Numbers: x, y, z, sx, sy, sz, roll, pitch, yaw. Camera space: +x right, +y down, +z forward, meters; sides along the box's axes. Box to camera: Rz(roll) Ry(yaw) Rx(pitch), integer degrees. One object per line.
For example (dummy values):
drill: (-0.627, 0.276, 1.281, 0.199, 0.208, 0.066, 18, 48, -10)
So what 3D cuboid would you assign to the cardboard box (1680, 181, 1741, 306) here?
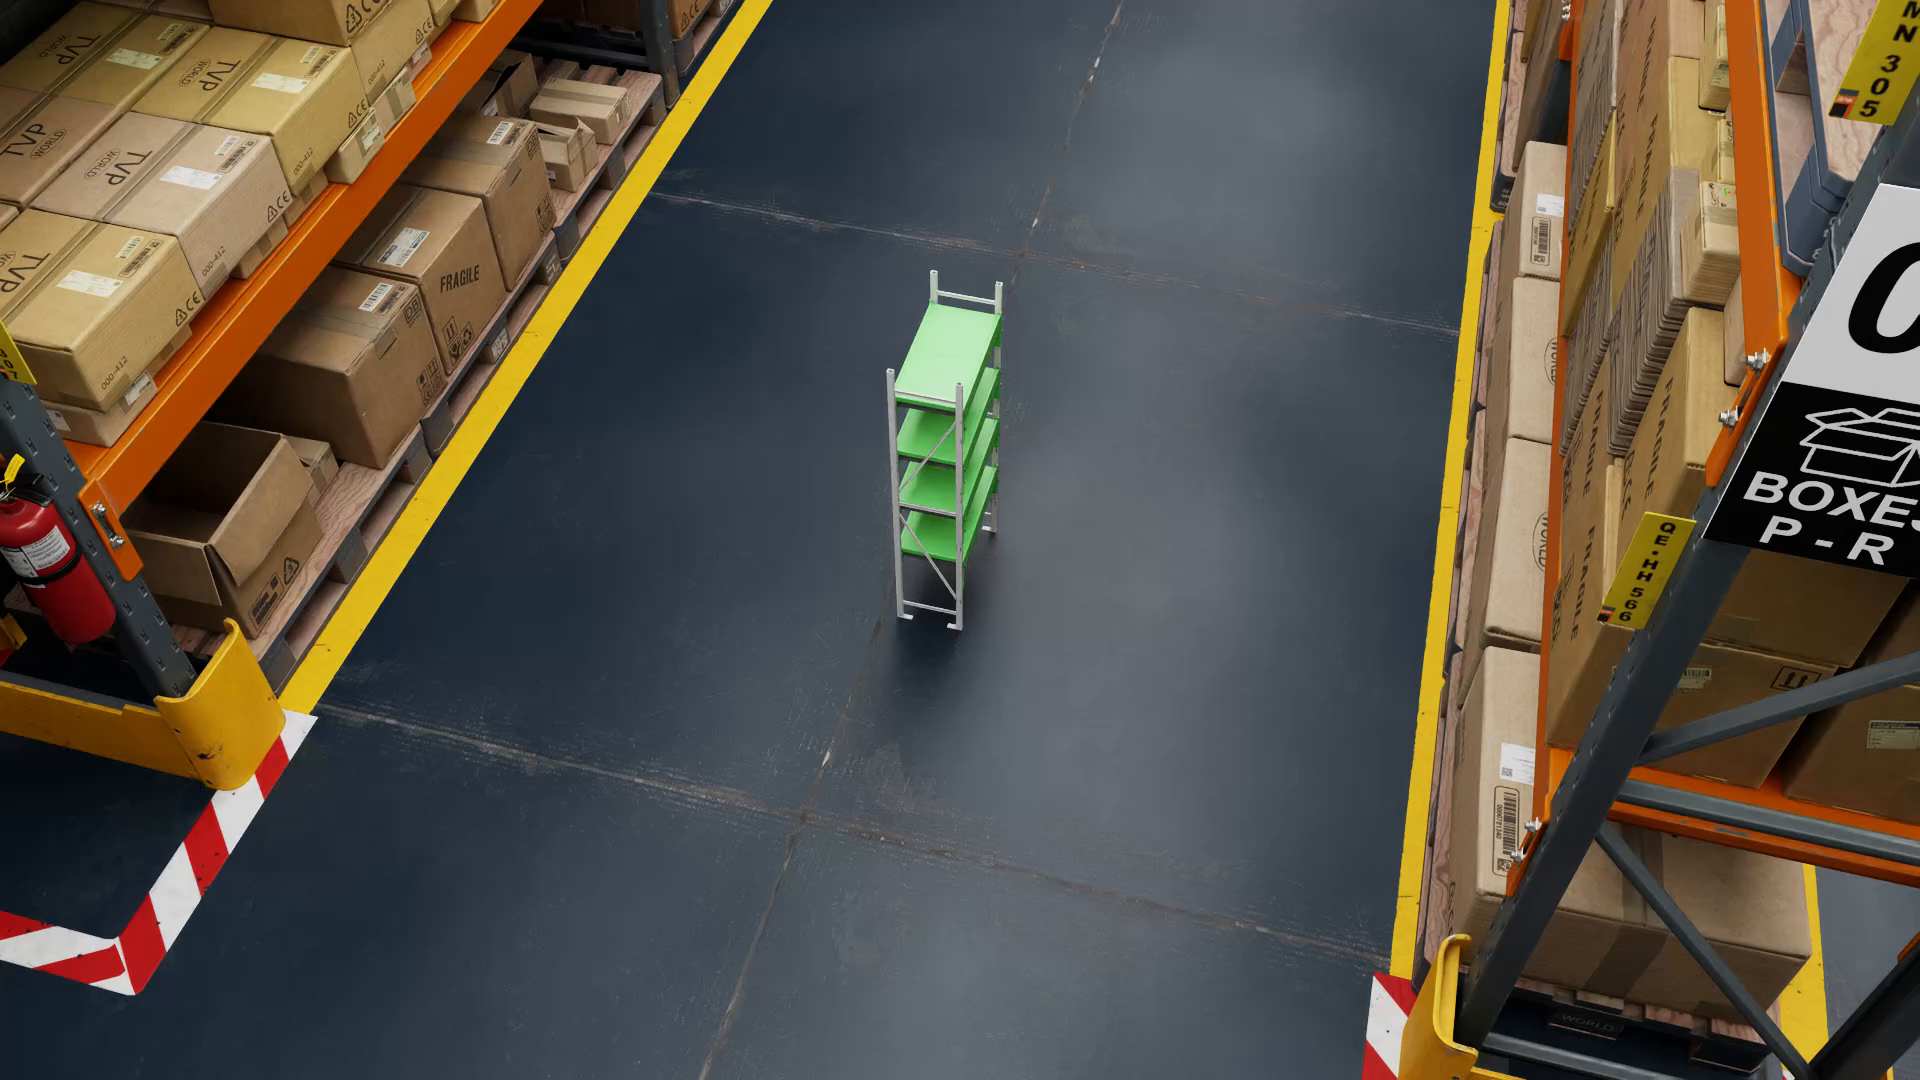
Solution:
cardboard box: (1.797, -0.626, 3.636, 0.380, 0.149, 0.250, 11, 50, 10)

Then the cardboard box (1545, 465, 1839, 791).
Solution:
cardboard box: (1.737, 0.209, 3.998, 0.500, 0.500, 0.500, 12, 50, 10)

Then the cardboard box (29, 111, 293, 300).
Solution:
cardboard box: (-2.412, -1.022, 5.053, 0.500, 0.250, 0.500, 12, 50, 10)

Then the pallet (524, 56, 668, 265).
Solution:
pallet: (-2.053, -1.807, 7.704, 1.003, 0.211, 1.213, 12, 50, 10)

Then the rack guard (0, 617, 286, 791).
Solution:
rack guard: (-2.904, 0.439, 5.529, 1.175, 0.500, 0.348, 12, 50, 10)

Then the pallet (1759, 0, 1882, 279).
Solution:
pallet: (2.051, -0.858, 3.065, 1.003, 0.211, 1.213, 12, 50, 10)

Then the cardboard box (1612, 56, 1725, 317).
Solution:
cardboard box: (2.005, -0.857, 4.272, 0.500, 0.500, 0.500, 11, 50, 10)

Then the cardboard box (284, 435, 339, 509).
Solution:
cardboard box: (-2.522, -0.252, 6.093, 0.380, 0.149, 0.250, 10, 49, 9)

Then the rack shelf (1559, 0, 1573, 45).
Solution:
rack shelf: (3.445, -3.458, 7.781, 1.077, 0.370, 4.000, 12, 50, 10)

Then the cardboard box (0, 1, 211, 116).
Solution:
cardboard box: (-2.787, -1.497, 5.472, 0.500, 0.250, 0.500, 13, 50, 11)

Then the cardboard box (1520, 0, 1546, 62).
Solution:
cardboard box: (3.235, -2.805, 7.862, 0.875, 0.875, 0.875, 13, 50, 11)

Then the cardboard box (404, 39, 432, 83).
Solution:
cardboard box: (-2.135, -1.750, 5.962, 0.380, 0.149, 0.250, 11, 50, 10)

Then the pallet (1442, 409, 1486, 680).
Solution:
pallet: (2.324, 0.093, 6.027, 1.003, 0.211, 1.213, 12, 50, 10)

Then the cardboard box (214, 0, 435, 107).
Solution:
cardboard box: (-2.168, -1.763, 5.707, 0.500, 0.250, 0.500, 10, 49, 9)

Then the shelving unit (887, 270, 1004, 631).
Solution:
shelving unit: (-0.044, -0.277, 5.694, 0.258, 1.200, 0.503, 12, 50, 10)

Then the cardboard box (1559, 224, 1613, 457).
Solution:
cardboard box: (2.010, -0.525, 4.646, 0.500, 0.500, 0.500, 13, 50, 11)

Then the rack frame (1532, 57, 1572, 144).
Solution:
rack frame: (2.918, -2.250, 6.235, 1.000, 3.000, 0.127, 12, 50, 10)

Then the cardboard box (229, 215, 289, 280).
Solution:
cardboard box: (-2.389, -0.995, 5.295, 0.380, 0.149, 0.250, 13, 50, 11)

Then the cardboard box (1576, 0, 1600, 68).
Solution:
cardboard box: (2.542, -1.995, 5.944, 0.500, 0.500, 0.500, 13, 50, 11)

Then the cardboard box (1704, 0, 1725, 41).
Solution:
cardboard box: (2.137, -1.354, 4.278, 0.380, 0.149, 0.250, 13, 50, 11)

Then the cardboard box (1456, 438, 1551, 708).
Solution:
cardboard box: (2.176, 0.192, 5.509, 0.875, 0.438, 0.875, 13, 50, 11)

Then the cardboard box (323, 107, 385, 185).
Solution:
cardboard box: (-2.186, -1.356, 5.614, 0.380, 0.149, 0.250, 10, 49, 9)

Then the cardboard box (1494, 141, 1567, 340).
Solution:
cardboard box: (2.650, -1.108, 6.656, 0.875, 0.438, 0.875, 11, 49, 9)

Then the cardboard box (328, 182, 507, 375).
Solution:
cardboard box: (-2.173, -1.042, 6.556, 0.500, 0.500, 0.500, 12, 50, 11)

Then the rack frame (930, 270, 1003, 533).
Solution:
rack frame: (0.021, -0.454, 5.850, 0.240, 1.200, 0.015, 12, 50, 10)

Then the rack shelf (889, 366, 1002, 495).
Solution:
rack shelf: (-0.044, -0.394, 5.562, 0.258, 0.148, 0.480, 12, 50, 10)

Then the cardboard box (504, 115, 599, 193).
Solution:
cardboard box: (-1.828, -1.742, 7.330, 0.396, 0.266, 0.258, 13, 50, 11)

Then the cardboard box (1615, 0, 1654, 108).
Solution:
cardboard box: (2.275, -1.585, 4.914, 0.500, 0.500, 0.500, 12, 50, 11)

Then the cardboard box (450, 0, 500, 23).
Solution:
cardboard box: (-1.939, -2.103, 6.273, 0.380, 0.149, 0.250, 11, 49, 9)

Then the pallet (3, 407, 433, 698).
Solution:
pallet: (-2.695, -0.042, 6.147, 1.003, 0.211, 1.213, 12, 50, 10)

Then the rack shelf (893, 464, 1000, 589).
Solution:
rack shelf: (-0.044, -0.076, 5.922, 0.258, 0.148, 0.480, 12, 50, 10)

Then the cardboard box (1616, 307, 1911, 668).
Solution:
cardboard box: (1.763, -0.116, 3.618, 0.500, 0.500, 0.500, 13, 50, 11)

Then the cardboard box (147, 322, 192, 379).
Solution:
cardboard box: (-2.550, -0.627, 4.970, 0.380, 0.149, 0.250, 13, 50, 11)

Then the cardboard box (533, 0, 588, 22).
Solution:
cardboard box: (-2.027, -2.952, 8.242, 0.500, 0.500, 0.500, 11, 50, 10)

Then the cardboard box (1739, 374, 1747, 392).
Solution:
cardboard box: (1.767, -0.234, 3.290, 0.380, 0.149, 0.250, 12, 50, 11)

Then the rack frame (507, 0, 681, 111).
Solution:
rack frame: (-1.871, -3.227, 7.097, 1.000, 3.000, 0.127, 12, 50, 10)

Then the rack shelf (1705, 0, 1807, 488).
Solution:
rack shelf: (2.392, -1.558, 4.103, 1.077, 0.370, 4.000, 12, 50, 10)

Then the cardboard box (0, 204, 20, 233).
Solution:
cardboard box: (-3.059, -0.767, 4.828, 0.500, 0.250, 0.500, 13, 50, 11)

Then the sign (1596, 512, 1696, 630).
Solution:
sign: (1.346, 0.065, 3.262, 0.100, 0.325, 0.005, 12, 50, 10)

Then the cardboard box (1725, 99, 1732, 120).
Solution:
cardboard box: (2.040, -0.975, 3.944, 0.380, 0.149, 0.250, 11, 50, 10)

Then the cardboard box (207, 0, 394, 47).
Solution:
cardboard box: (-2.150, -1.990, 5.407, 0.500, 0.500, 0.500, 13, 50, 11)

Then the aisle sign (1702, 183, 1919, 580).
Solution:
aisle sign: (1.548, -0.226, 2.715, 0.394, 0.787, 0.004, 12, 50, 10)

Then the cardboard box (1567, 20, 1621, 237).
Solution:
cardboard box: (2.269, -1.273, 5.307, 0.500, 0.500, 0.500, 12, 50, 10)

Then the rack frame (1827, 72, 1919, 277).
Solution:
rack frame: (1.866, -1.342, 1.432, 1.000, 3.000, 0.127, 12, 50, 10)

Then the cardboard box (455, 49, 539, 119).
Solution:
cardboard box: (-2.273, -2.045, 7.567, 0.500, 0.311, 0.500, 13, 50, 11)

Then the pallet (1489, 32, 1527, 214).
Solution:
pallet: (3.049, -1.900, 7.786, 1.003, 0.211, 1.213, 12, 50, 10)
